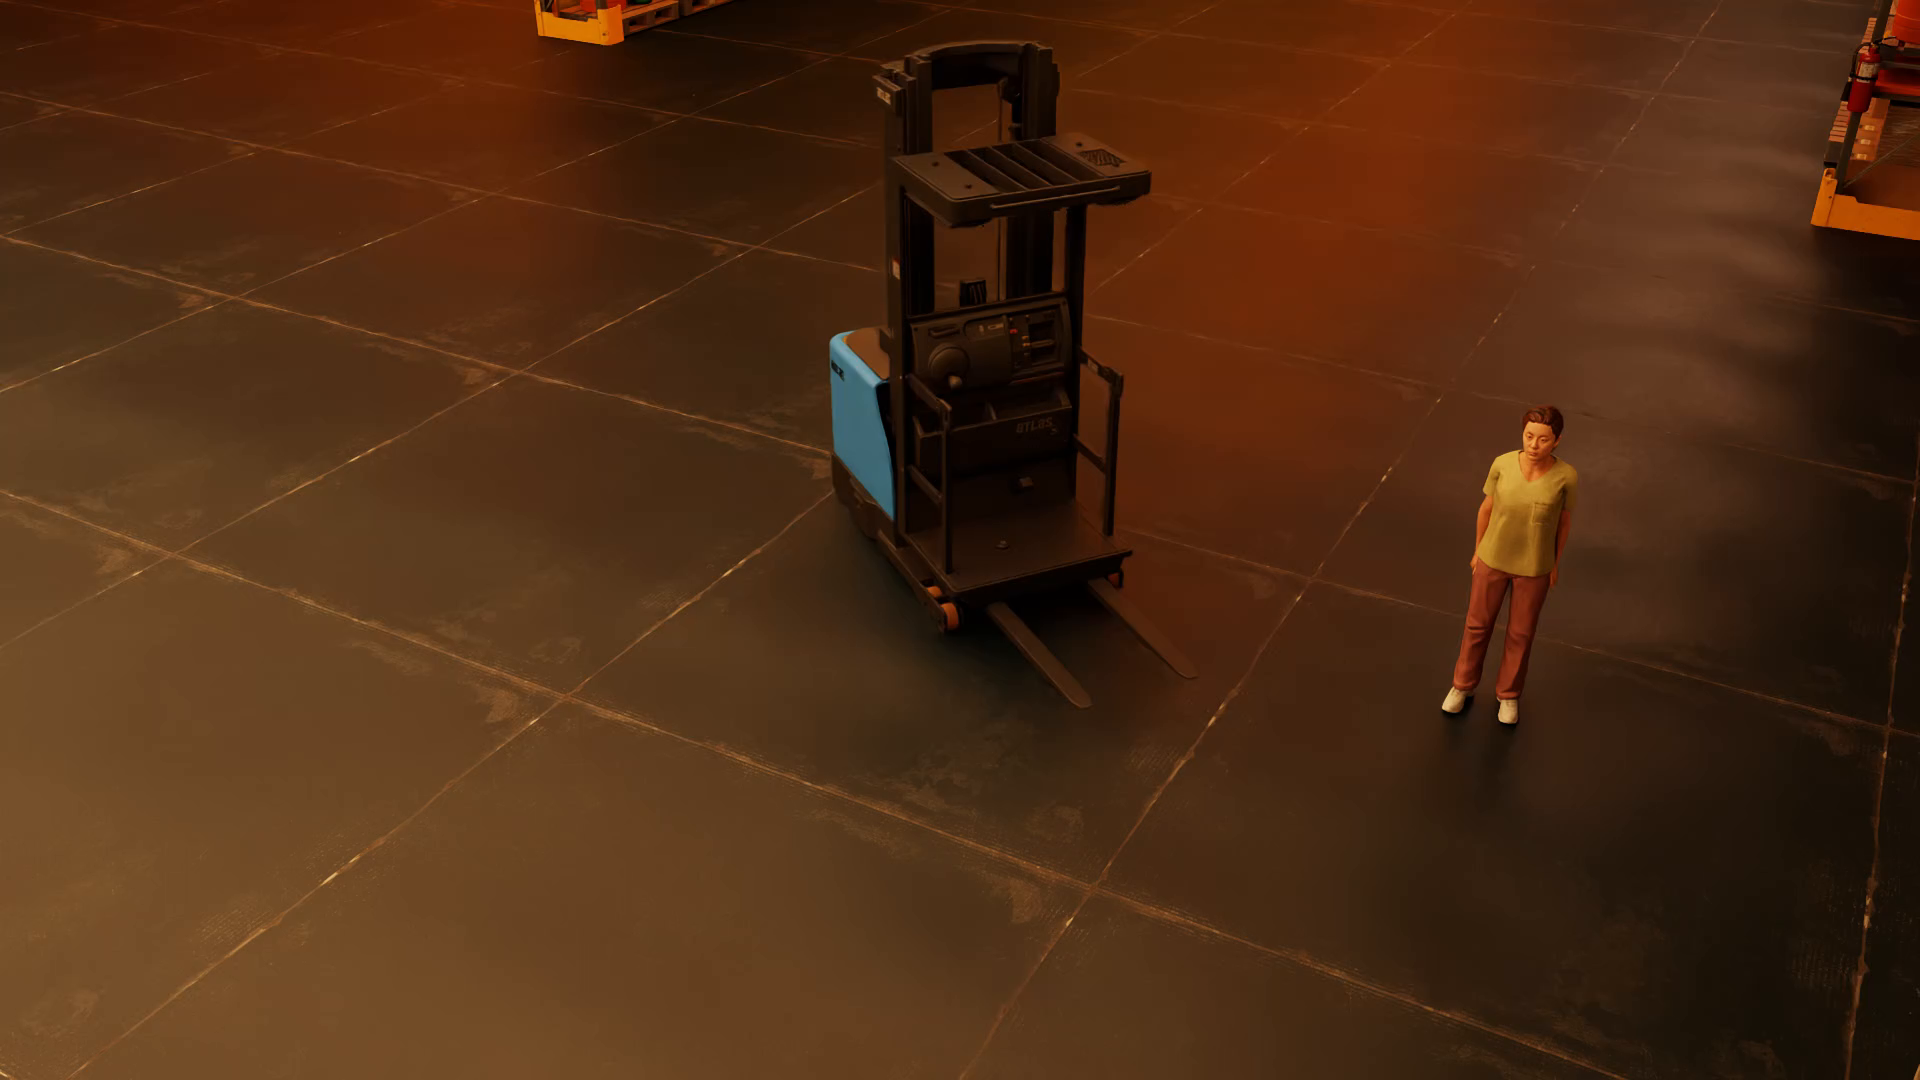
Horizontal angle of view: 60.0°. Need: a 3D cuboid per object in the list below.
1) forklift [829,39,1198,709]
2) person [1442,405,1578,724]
[{"bbox_3d":[0.268,-1.009,8.819,1.130,2.935,3.031,-13,32,-21],"label":"forklift"},{"bbox_3d":[2.713,0.120,8.122,0.429,1.673,0.370,12,32,19],"label":"person"}]
